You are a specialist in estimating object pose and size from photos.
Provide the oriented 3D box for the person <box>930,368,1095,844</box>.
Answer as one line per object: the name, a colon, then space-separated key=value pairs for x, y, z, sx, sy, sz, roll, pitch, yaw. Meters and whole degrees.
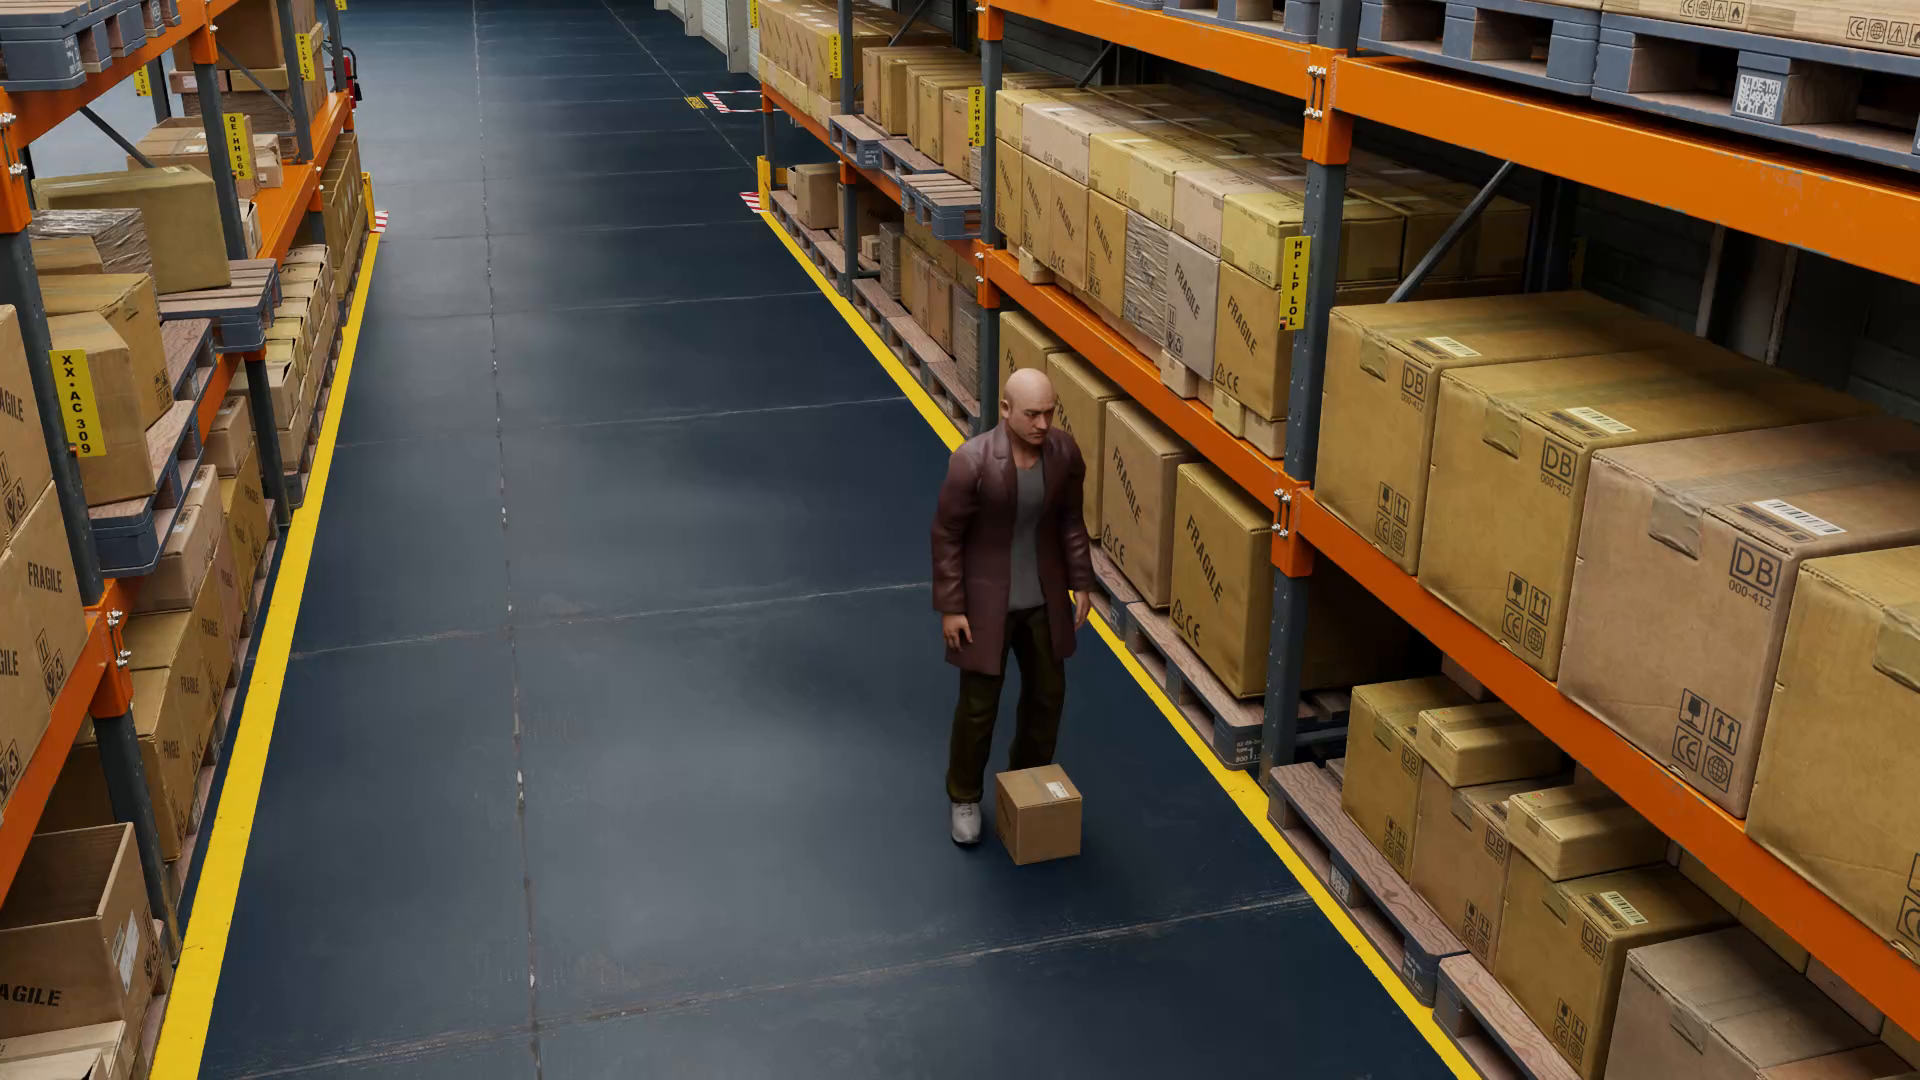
person: x=0.201 y=0.221 z=6.083 sx=0.653 sy=1.773 sz=0.426 roll=-10 pitch=25 yaw=-22
